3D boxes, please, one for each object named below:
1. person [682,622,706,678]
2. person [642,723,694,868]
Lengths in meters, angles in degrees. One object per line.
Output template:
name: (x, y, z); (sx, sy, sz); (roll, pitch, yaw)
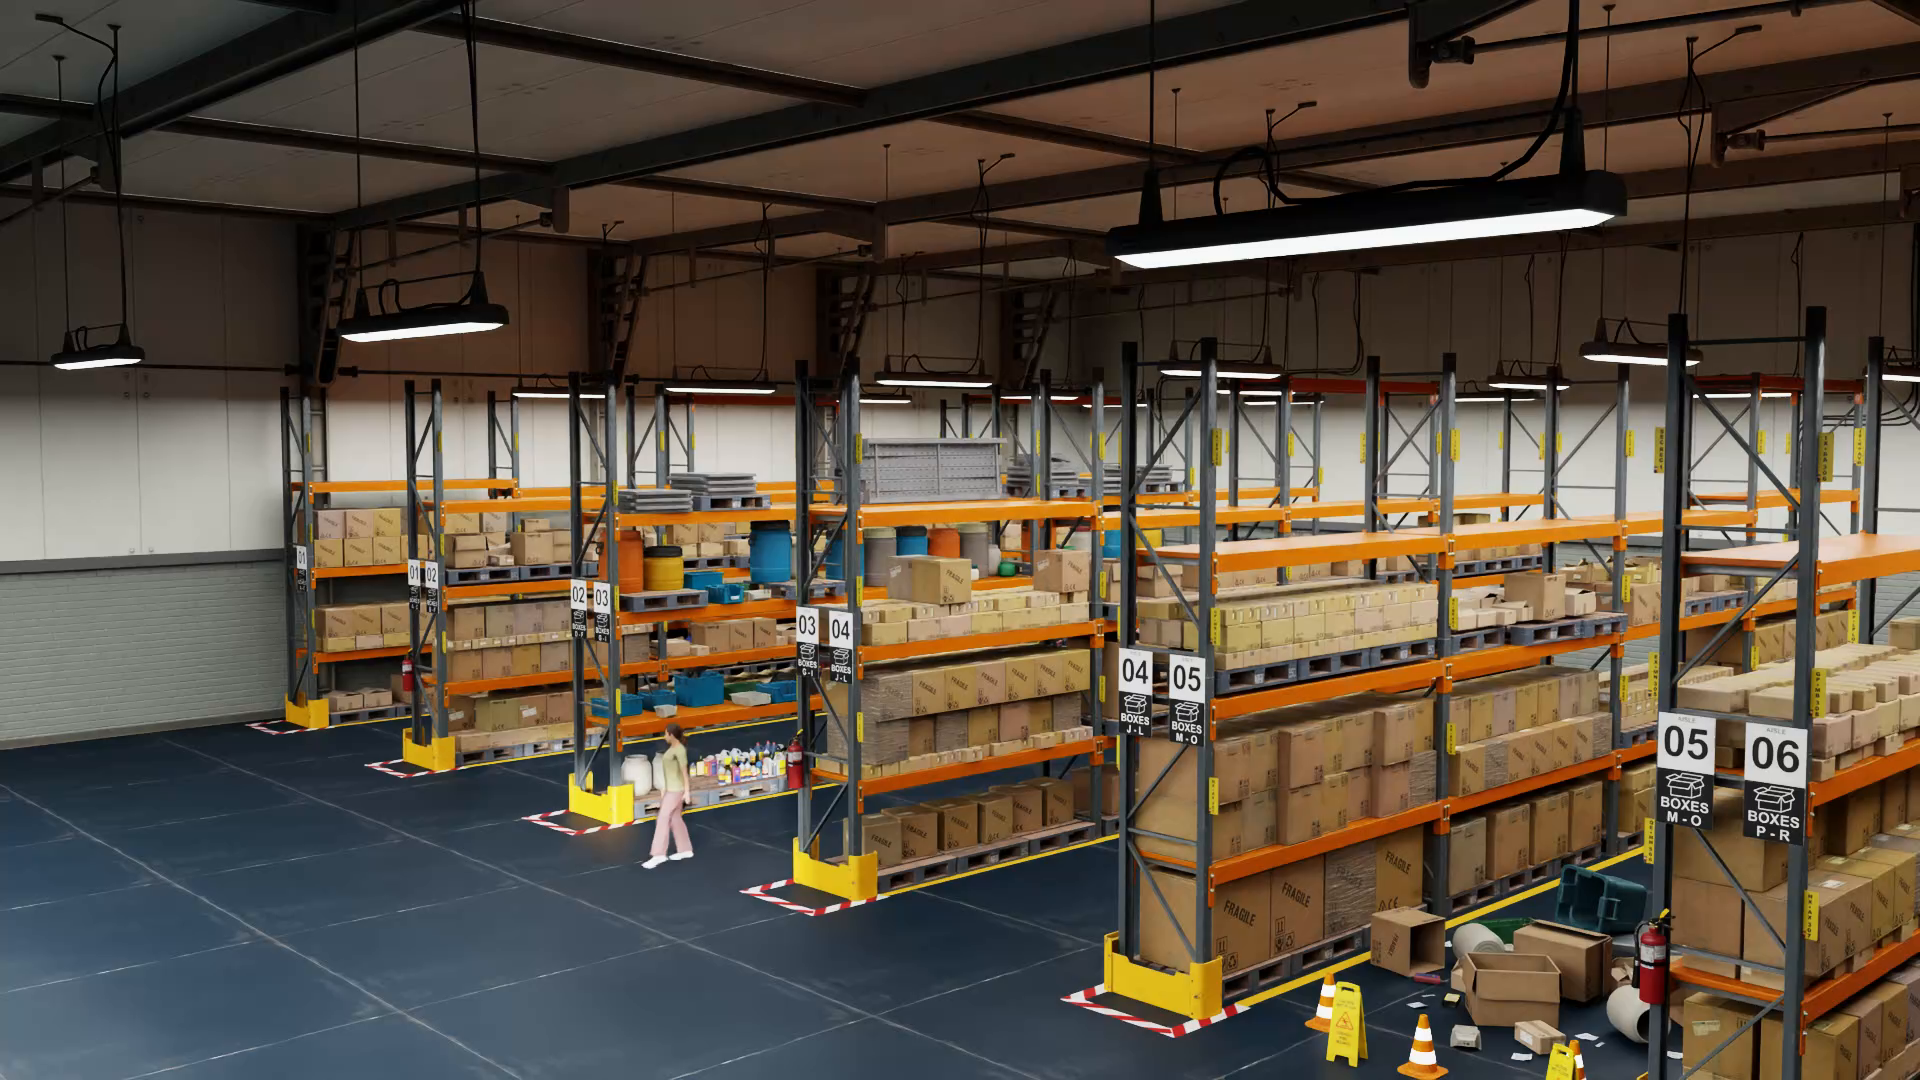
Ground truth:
person: (-5.050, 2.341, 31.260); (0.474, 1.605, 0.976); (2, 4, 30)
person: (-3.542, 3.048, 20.070); (0.650, 1.670, 0.559); (-1, 4, -17)
